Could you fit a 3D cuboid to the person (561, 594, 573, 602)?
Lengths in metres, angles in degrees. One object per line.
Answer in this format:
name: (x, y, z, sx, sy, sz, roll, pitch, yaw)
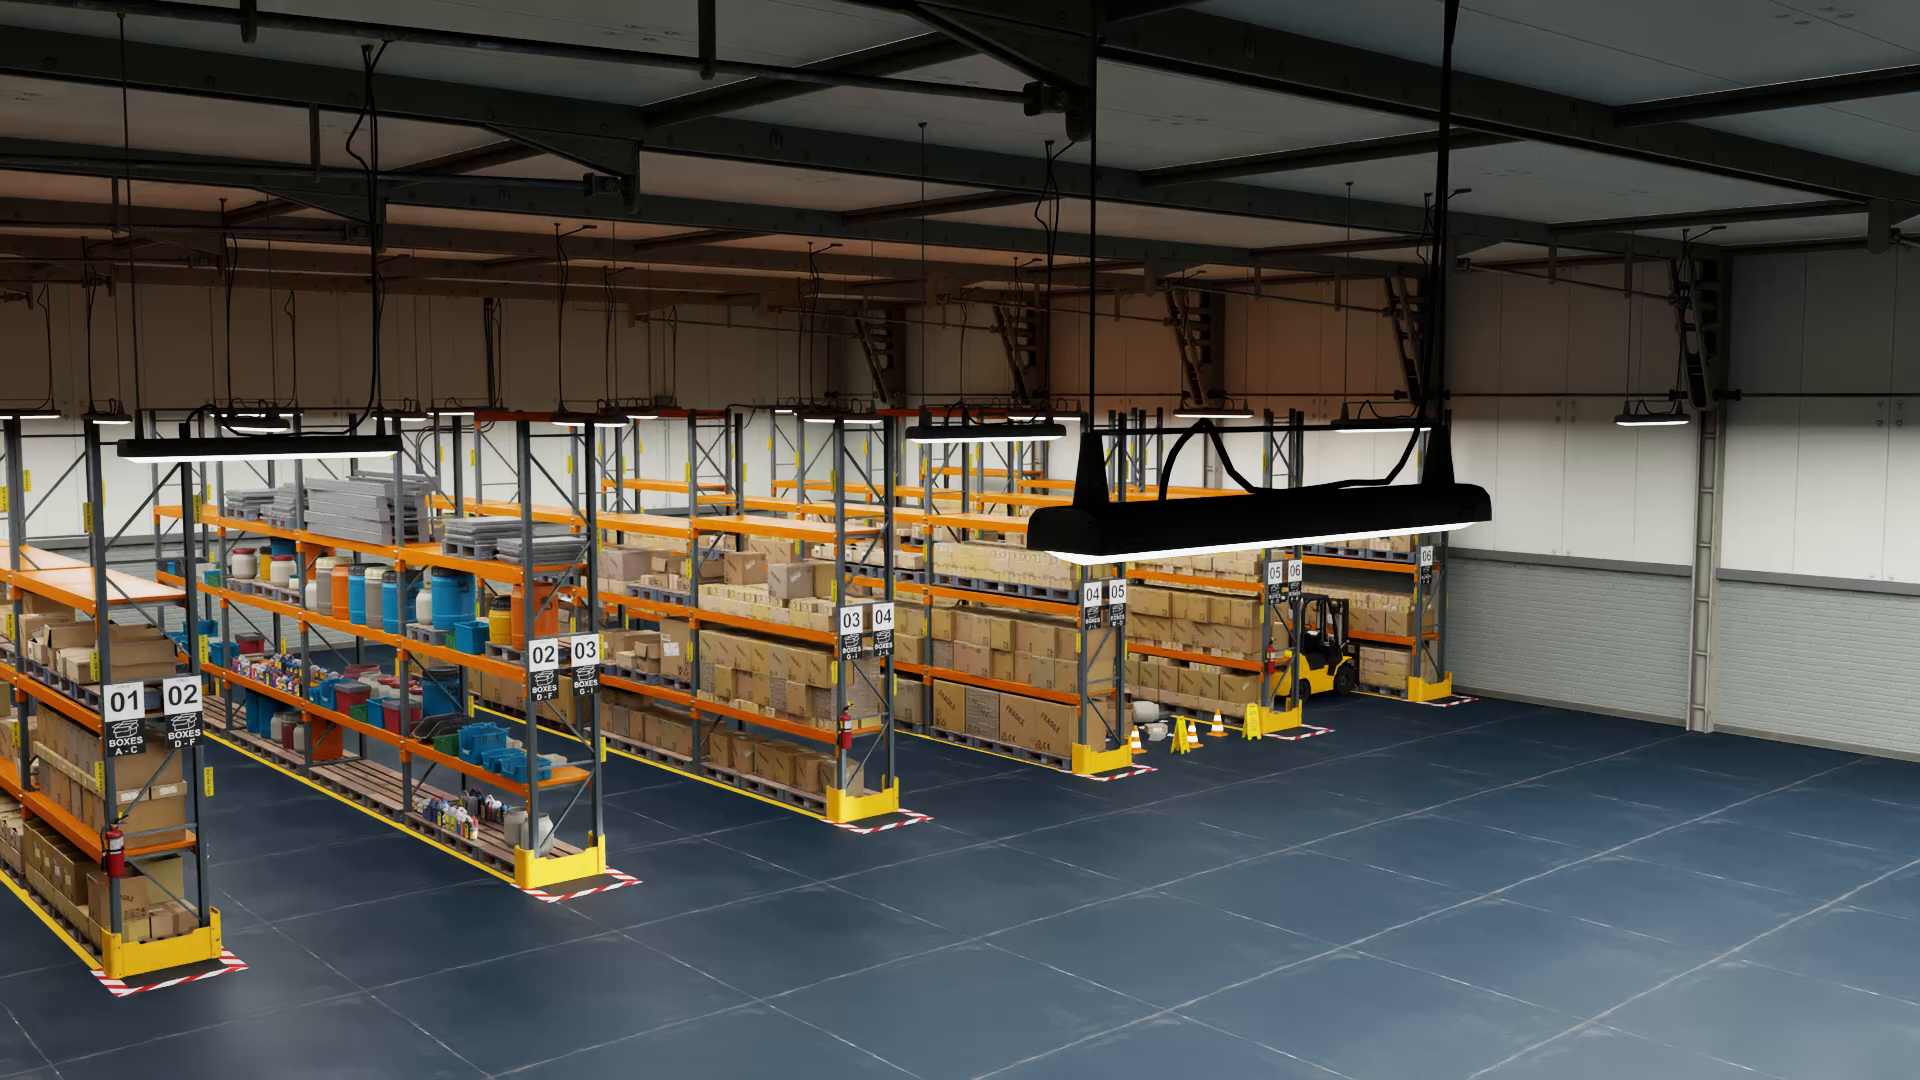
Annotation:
person: (-9.560, 1.930, 40.595, 0.461, 1.671, 0.781, 0, 5, -5)
